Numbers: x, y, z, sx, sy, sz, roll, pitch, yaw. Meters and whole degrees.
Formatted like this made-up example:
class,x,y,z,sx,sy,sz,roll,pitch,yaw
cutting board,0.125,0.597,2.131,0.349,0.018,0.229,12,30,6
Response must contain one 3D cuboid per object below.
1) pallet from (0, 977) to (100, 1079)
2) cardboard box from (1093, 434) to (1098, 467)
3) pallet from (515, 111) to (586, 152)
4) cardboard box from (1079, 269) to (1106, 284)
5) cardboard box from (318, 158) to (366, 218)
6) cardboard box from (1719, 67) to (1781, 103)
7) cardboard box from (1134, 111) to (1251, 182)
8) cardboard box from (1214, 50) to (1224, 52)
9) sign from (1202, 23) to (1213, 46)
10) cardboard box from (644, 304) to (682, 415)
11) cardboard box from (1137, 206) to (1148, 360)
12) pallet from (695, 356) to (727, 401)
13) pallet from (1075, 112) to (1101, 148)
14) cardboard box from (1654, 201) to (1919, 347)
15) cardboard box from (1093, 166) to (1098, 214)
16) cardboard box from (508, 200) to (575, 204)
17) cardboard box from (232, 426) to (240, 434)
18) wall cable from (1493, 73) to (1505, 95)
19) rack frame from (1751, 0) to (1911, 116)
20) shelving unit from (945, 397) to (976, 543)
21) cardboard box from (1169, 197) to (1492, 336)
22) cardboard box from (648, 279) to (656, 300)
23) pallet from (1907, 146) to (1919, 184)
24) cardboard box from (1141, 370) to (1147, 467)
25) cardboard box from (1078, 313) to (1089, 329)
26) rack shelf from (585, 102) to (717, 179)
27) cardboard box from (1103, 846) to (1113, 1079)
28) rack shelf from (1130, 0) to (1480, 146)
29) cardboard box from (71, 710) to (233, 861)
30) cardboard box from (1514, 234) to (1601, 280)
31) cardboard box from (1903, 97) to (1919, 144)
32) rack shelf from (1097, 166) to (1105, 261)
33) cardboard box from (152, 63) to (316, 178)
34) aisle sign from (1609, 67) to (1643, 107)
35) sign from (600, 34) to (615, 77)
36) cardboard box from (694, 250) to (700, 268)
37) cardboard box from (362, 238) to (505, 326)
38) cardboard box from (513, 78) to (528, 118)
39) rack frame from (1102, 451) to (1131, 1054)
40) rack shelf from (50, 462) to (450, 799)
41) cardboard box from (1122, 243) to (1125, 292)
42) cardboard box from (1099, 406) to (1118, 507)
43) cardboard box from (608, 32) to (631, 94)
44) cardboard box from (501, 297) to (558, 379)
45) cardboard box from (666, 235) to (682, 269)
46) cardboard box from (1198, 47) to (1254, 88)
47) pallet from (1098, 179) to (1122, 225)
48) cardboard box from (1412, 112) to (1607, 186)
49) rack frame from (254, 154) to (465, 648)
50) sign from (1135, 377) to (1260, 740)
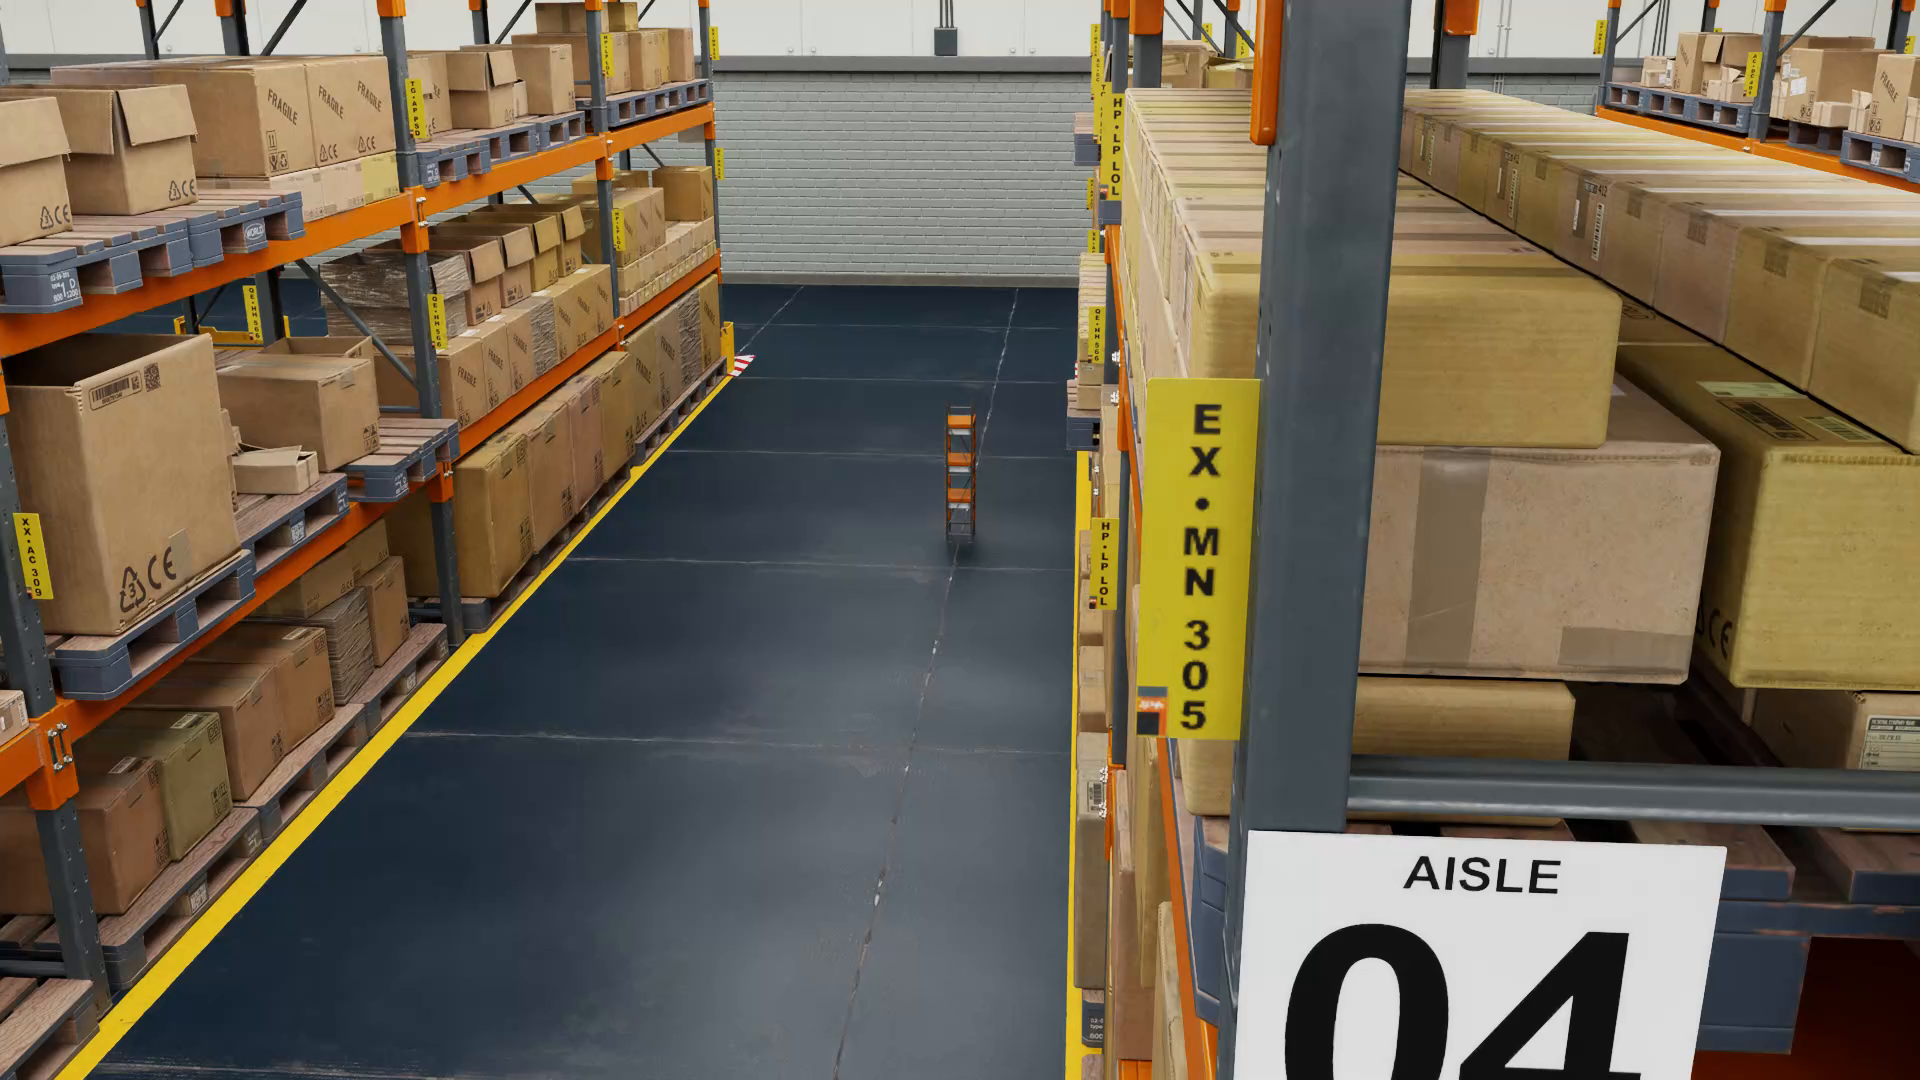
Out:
class,x,y,z,sx,sy,sz,roll,pitch,yaw
pallet,-3.920,1.996,5.992,1.003,0.211,1.213,1,18,4
cardboard box,1.213,-0.702,11.882,0.500,0.250,0.500,2,18,6
pallet,-3.350,-3.072,12.470,0.805,0.209,1.217,1,18,2
cardboard box,1.064,-1.888,12.141,0.380,0.149,0.250,1,18,3
cardboard box,-3.432,-1.827,8.606,0.500,0.250,0.500,1,18,4
cardboard box,6.277,-3.616,13.204,0.396,0.266,0.258,2,18,6
cardboard box,0.596,-0.906,3.842,0.380,0.149,0.250,1,18,5
cardboard box,1.921,-3.831,13.277,0.380,0.149,0.250,1,18,2
sign,2.445,-4.951,16.475,0.100,0.325,0.005,1,18,4
cardboard box,-3.142,-1.696,15.518,0.875,0.875,0.875,1,18,4
cardboard box,0.612,-0.523,3.311,0.500,0.250,0.500,1,18,4
pallet,-3.026,-1.690,17.242,1.003,0.211,1.213,1,18,4
pallet,1.456,-3.028,12.330,1.213,0.211,1.003,1,18,4
cardboard box,1.124,-0.340,2.113,0.380,0.149,0.250,1,18,3
cardboard box,1.474,-3.177,15.059,0.500,0.500,0.500,1,18,2
cardboard box,-3.568,-2.598,14.094,0.500,0.500,0.500,2,18,5
cardboard box,-3.970,-0.394,8.373,0.500,0.250,0.500,1,18,2
wall cable,7.218,-5.294,22.079,0.585,1.953,0.123,1,18,4
rack frame,6.551,-4.653,12.170,1.000,3.000,0.127,1,18,4
shelving unit,0.004,-0.516,12.310,0.215,1.050,0.252,1,18,4
cardboard box,0.469,-0.355,2.161,0.380,0.149,0.250,2,18,5
cardboard box,-2.927,-2.233,14.824,0.380,0.149,0.250,1,18,2
pallet,6.257,-2.096,9.489,1.213,0.211,1.003,2,18,6
cardboard box,0.523,-0.212,3.005,0.380,0.149,0.250,1,18,4
cardboard box,0.936,-1.323,10.417,0.380,0.149,0.250,2,18,6
rack shelf,-3.190,-3.728,15.320,1.077,0.370,4.000,1,18,4
cardboard box,0.918,1.608,5.437,0.875,0.875,0.875,2,18,5
rack shelf,0.889,-1.094,3.108,1.077,0.370,4.000,1,18,4
cardboard box,-3.789,1.103,7.549,0.700,0.500,0.500,1,18,4
cardboard box,1.107,-0.355,2.800,0.500,0.250,0.500,1,18,3
cardboard box,6.014,-2.556,10.131,0.396,0.266,0.258,1,18,3
rack shelf,1.463,-2.343,11.095,1.077,0.370,4.000,1,18,4
cardboard box,-3.482,-2.024,8.003,0.500,0.500,0.500,2,18,5
aisle sign,6.553,-4.308,16.579,0.394,0.787,0.004,1,18,4
sign,-2.792,-3.835,13.155,0.100,0.325,0.005,1,18,4
cardboard box,-2.799,-2.791,16.528,0.380,0.149,0.250,2,18,5
cardboard box,-3.503,-1.734,11.126,0.797,0.503,0.637,2,18,5
cardboard box,-3.502,-3.267,12.227,0.500,0.311,0.500,1,18,2
rack frame,1.033,0.604,5.763,1.000,3.000,0.127,1,18,4
rack shelf,-3.764,0.182,8.204,1.077,0.370,4.000,1,18,4
cardboard box,0.651,-0.763,4.687,0.380,0.149,0.250,1,18,4
cardboard box,0.984,-0.395,8.650,0.500,0.500,0.500,1,18,3
cardboard box,-3.295,-4.154,14.471,0.700,0.500,0.500,2,18,7
cardboard box,-3.209,-1.448,11.863,0.500,0.500,0.500,1,18,4
cardboard box,-2.924,-2.701,15.613,0.500,0.250,0.500,1,18,4
cardboard box,1.639,-2.835,10.050,0.396,0.266,0.258,1,18,4
pallet,1.326,-1.773,8.503,1.213,0.211,1.003,2,18,6
cardboard box,1.253,-0.893,3.801,0.380,0.149,0.250,1,18,4
rack frame,-3.621,-0.781,9.988,1.000,3.000,0.127,1,18,4
sign,0.206,0.021,1.429,0.100,0.325,0.005,1,18,4
